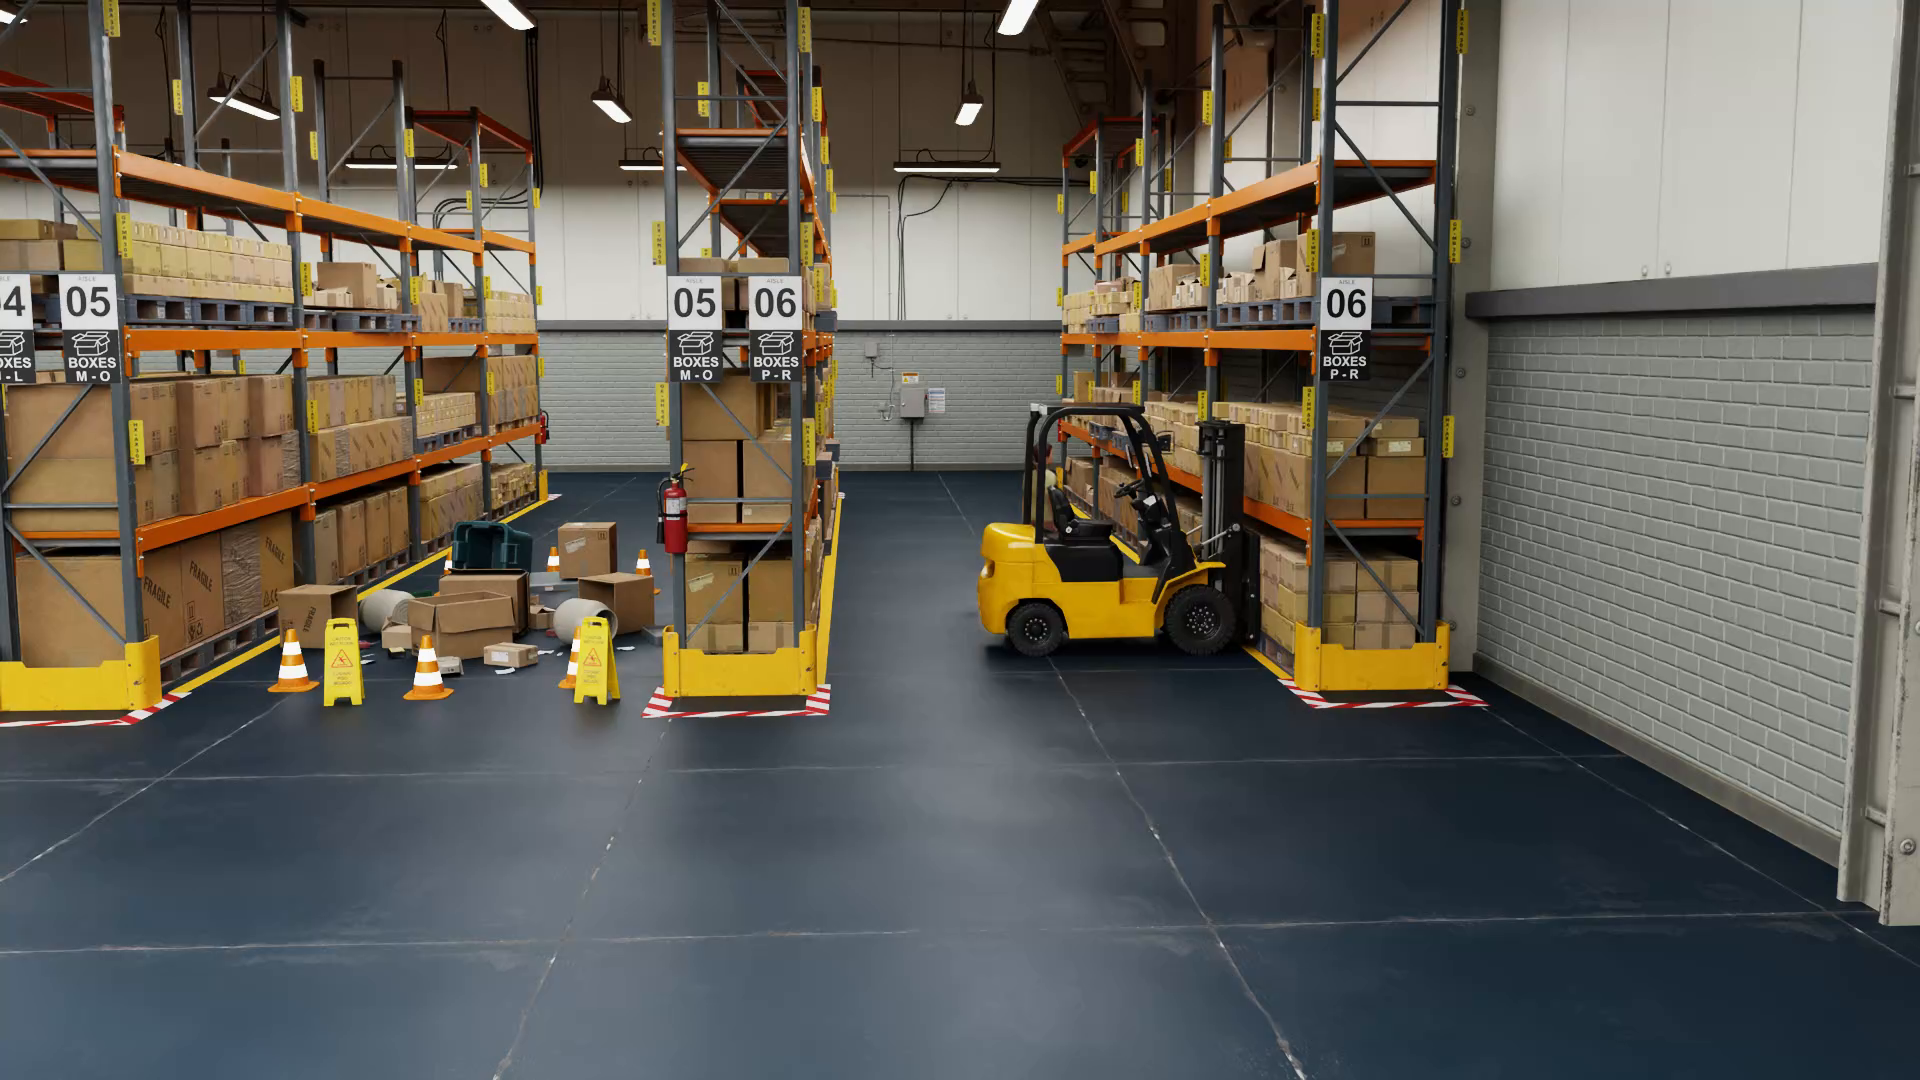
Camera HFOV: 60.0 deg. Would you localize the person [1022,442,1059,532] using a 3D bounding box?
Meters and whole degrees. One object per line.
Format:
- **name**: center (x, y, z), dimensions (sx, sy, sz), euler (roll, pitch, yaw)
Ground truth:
- **person**: center (0.852, -0.177, 17.072), dimensions (0.486, 1.664, 0.487), euler (-6, 9, -39)
